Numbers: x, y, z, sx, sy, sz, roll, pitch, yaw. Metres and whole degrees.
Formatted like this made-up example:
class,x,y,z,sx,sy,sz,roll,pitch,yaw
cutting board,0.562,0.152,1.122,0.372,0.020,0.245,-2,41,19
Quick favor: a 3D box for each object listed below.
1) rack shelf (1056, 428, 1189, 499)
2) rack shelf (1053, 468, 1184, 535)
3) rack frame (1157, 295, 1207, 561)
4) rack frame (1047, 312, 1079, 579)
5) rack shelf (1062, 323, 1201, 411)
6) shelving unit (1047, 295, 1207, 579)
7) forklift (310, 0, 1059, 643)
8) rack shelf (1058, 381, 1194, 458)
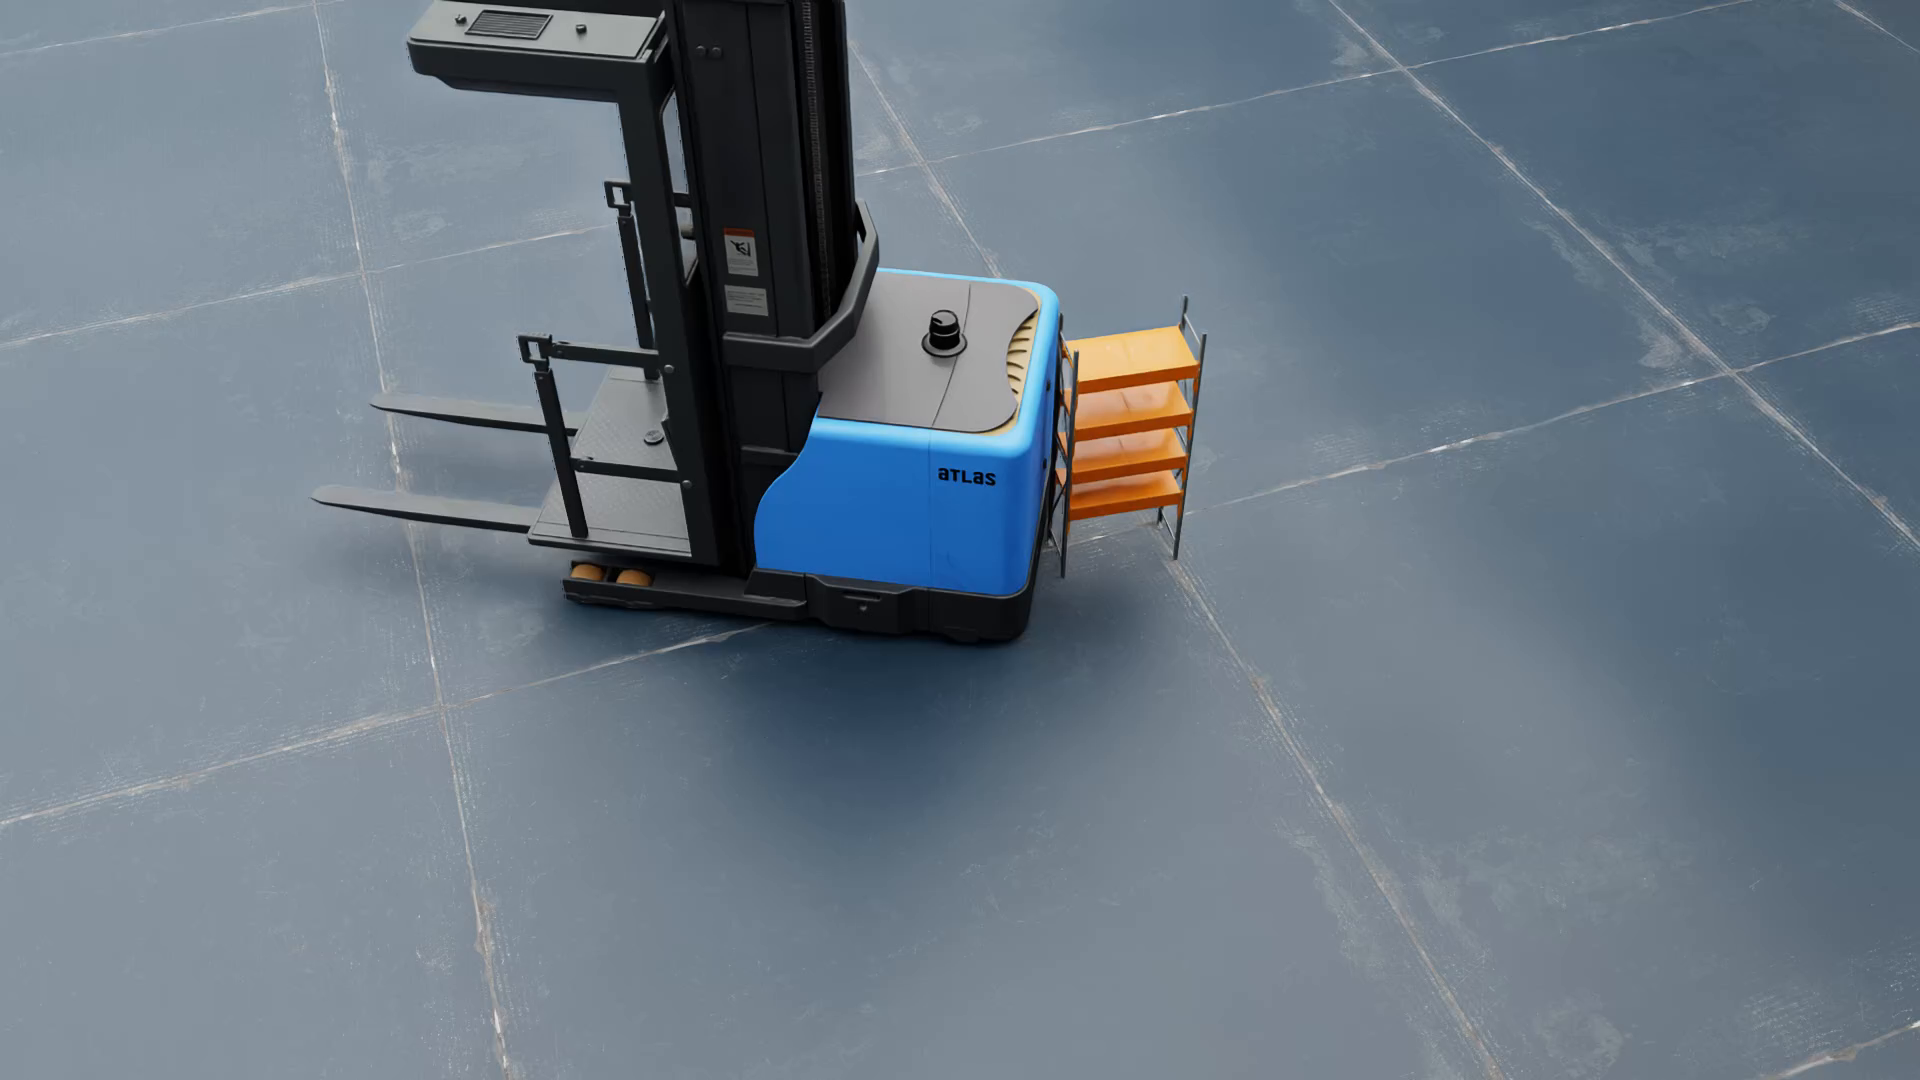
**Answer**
class,x,y,z,sx,sy,sz,roll,pitch,yaw
rack shelf,0.639,-0.334,6.640,0.480,0.148,0.258,-9,46,-9
rack shelf,0.639,-0.194,6.781,0.480,0.148,0.258,-9,46,-9
rack frame,0.878,-0.419,6.630,0.015,1.200,0.240,-9,46,-9
rack frame,0.401,-0.344,6.555,0.015,1.200,0.240,-9,46,-9
rack shelf,0.639,-0.659,6.314,0.480,0.148,0.258,-9,46,-9
shelving unit,0.639,-0.382,6.593,0.503,1.200,0.258,-9,46,-9
forklift,-1.160,-1.116,6.102,3.031,2.935,1.130,6,45,6
rack shelf,0.639,-0.492,6.482,0.480,0.148,0.258,-9,46,-9
